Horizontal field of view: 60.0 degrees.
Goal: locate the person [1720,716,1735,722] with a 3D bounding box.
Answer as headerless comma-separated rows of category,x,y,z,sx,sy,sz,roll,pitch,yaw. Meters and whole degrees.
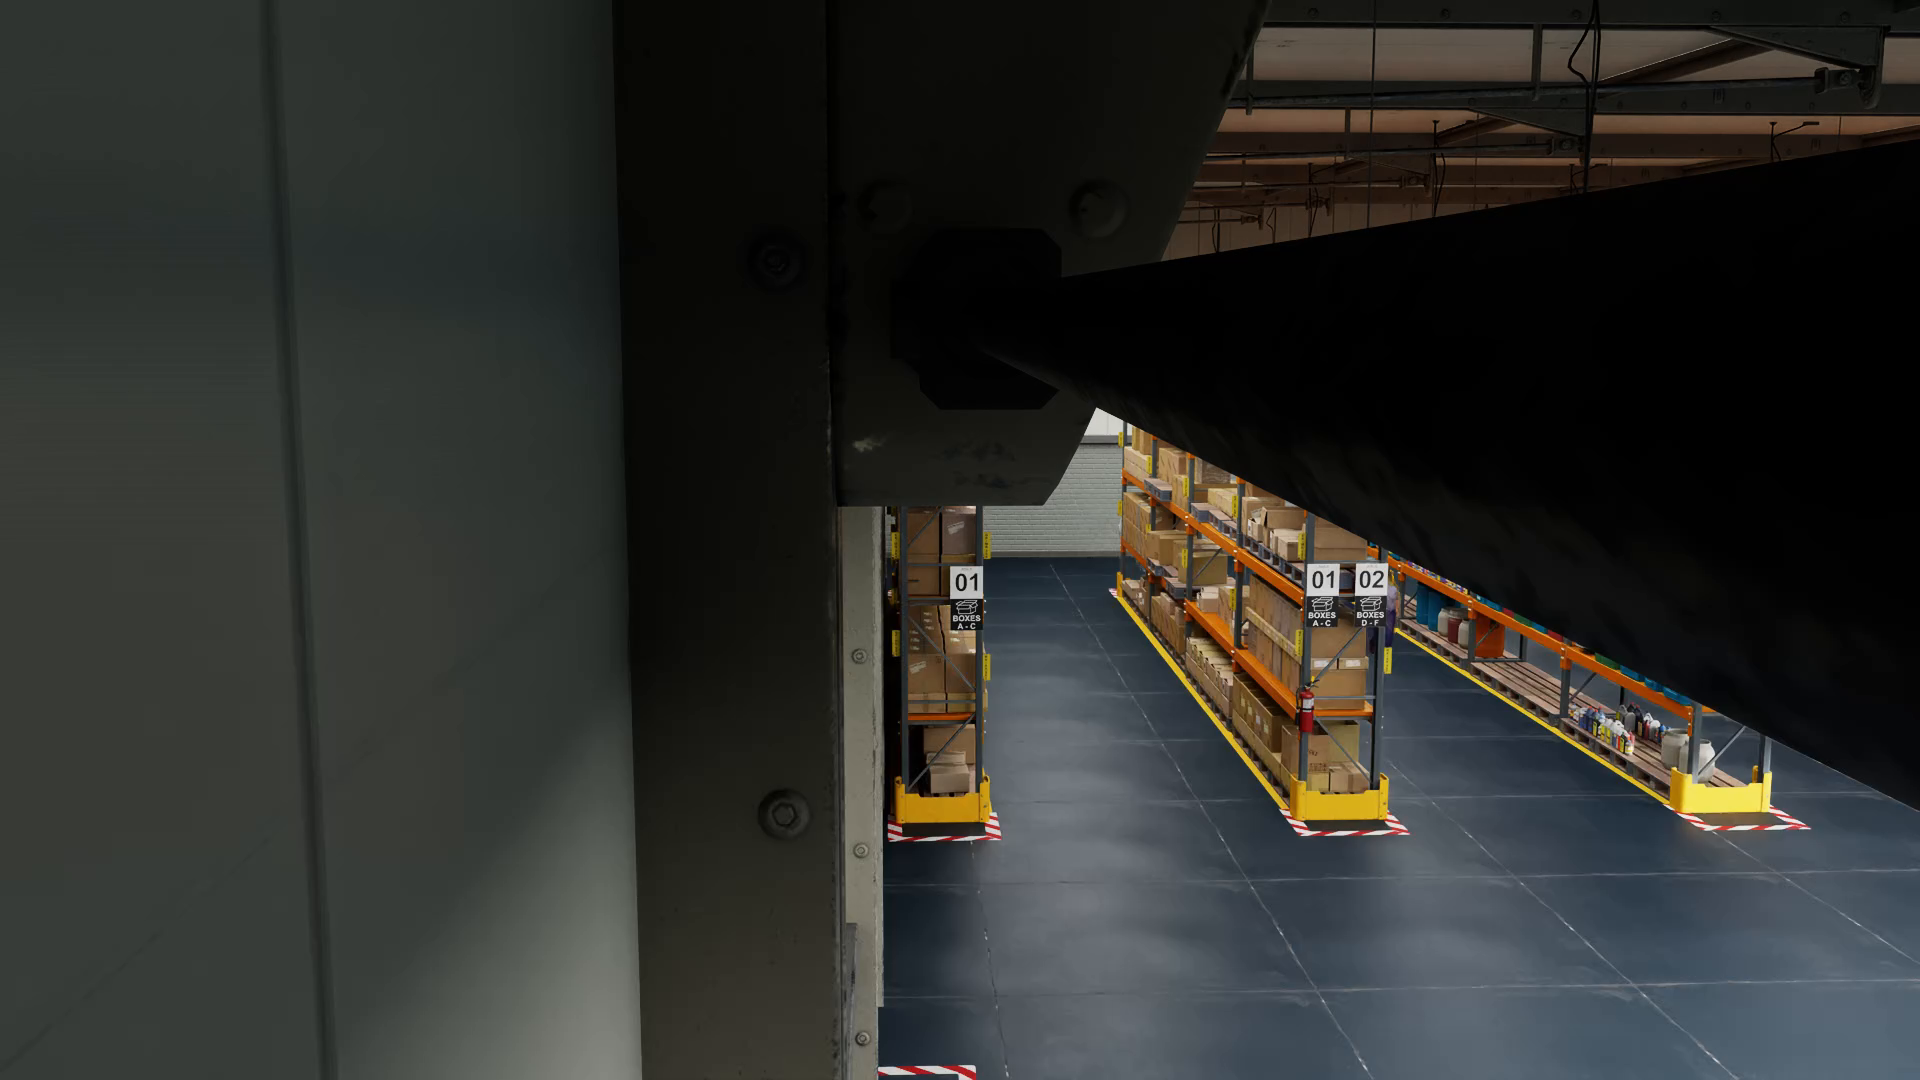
person,11.752,1.877,25.671,0.681,1.759,0.778,-1,8,-8

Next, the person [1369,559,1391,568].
person,9.789,0.060,38.720,0.657,1.754,0.862,3,9,23

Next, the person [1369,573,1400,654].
person,7.593,1.362,29.794,0.595,1.601,0.561,0,8,-3
